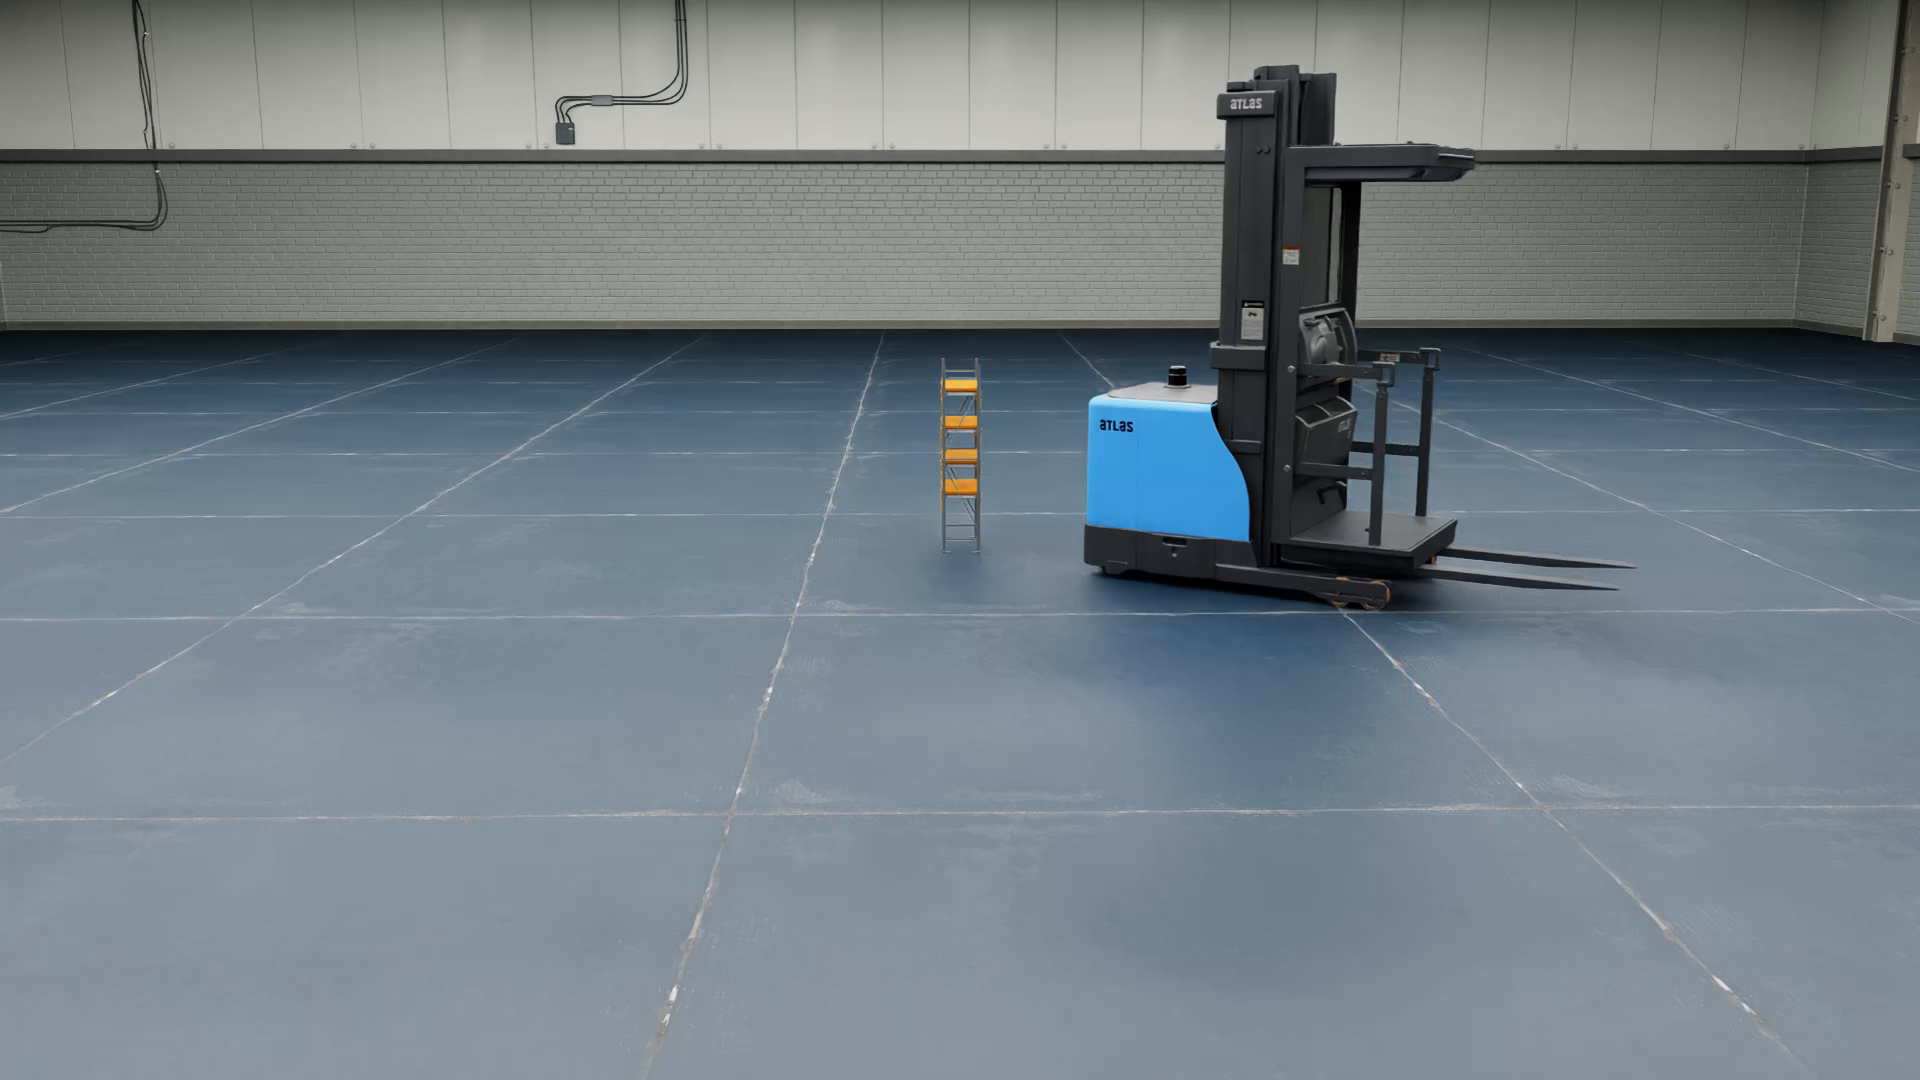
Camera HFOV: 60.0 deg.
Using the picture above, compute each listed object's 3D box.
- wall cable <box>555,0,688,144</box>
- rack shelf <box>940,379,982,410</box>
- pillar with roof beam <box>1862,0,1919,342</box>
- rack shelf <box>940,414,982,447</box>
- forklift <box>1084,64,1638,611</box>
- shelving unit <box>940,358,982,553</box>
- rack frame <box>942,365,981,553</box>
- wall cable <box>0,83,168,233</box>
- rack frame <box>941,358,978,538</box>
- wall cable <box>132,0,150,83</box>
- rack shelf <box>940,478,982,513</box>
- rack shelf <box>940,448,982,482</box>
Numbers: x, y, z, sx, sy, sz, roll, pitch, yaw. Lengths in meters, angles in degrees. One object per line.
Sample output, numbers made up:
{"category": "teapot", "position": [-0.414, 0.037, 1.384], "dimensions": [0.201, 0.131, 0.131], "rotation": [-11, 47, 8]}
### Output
{"category": "wall cable", "position": [-5.832, -9.808, 28.220], "dimensions": [2.305, 6.003, 0.169], "rotation": [0, 11, -1]}
{"category": "rack shelf", "position": [0.003, -0.940, 10.699], "dimensions": [0.258, 0.148, 0.480], "rotation": [0, 11, -1]}
{"category": "pillar with roof beam", "position": [10.605, -7.627, 26.019], "dimensions": [9.100, 9.000, 0.400], "rotation": [0, 11, -1]}
{"category": "rack shelf", "position": [0.003, -0.708, 10.747], "dimensions": [0.258, 0.148, 0.480], "rotation": [0, 11, -1]}
{"category": "forklift", "position": [2.285, -1.167, 9.441], "dimensions": [3.031, 2.935, 1.130], "rotation": [6, 13, 29]}
{"category": "shelving unit", "position": [0.003, -0.555, 10.778], "dimensions": [0.258, 1.200, 0.503], "rotation": [0, 11, -1]}
{"category": "rack frame", "position": [0.008, -0.507, 10.539], "dimensions": [0.240, 1.200, 0.015], "rotation": [0, 11, -1]}
{"category": "wall cable", "position": [-15.323, -6.584, 28.690], "dimensions": [3.097, 2.526, 0.112], "rotation": [0, 11, -1]}
{"category": "rack frame", "position": [-0.002, -0.604, 11.017], "dimensions": [0.240, 1.200, 0.015], "rotation": [0, 11, -1]}
{"category": "wall cable", "position": [-12.619, -9.070, 28.243], "dimensions": [3.097, 2.526, 0.112], "rotation": [0, 11, -1]}
{"category": "rack shelf", "position": [0.003, -0.295, 10.830], "dimensions": [0.258, 0.148, 0.480], "rotation": [0, 11, -1]}
{"category": "rack shelf", "position": [0.003, -0.489, 10.791], "dimensions": [0.258, 0.148, 0.480], "rotation": [0, 11, -1]}
